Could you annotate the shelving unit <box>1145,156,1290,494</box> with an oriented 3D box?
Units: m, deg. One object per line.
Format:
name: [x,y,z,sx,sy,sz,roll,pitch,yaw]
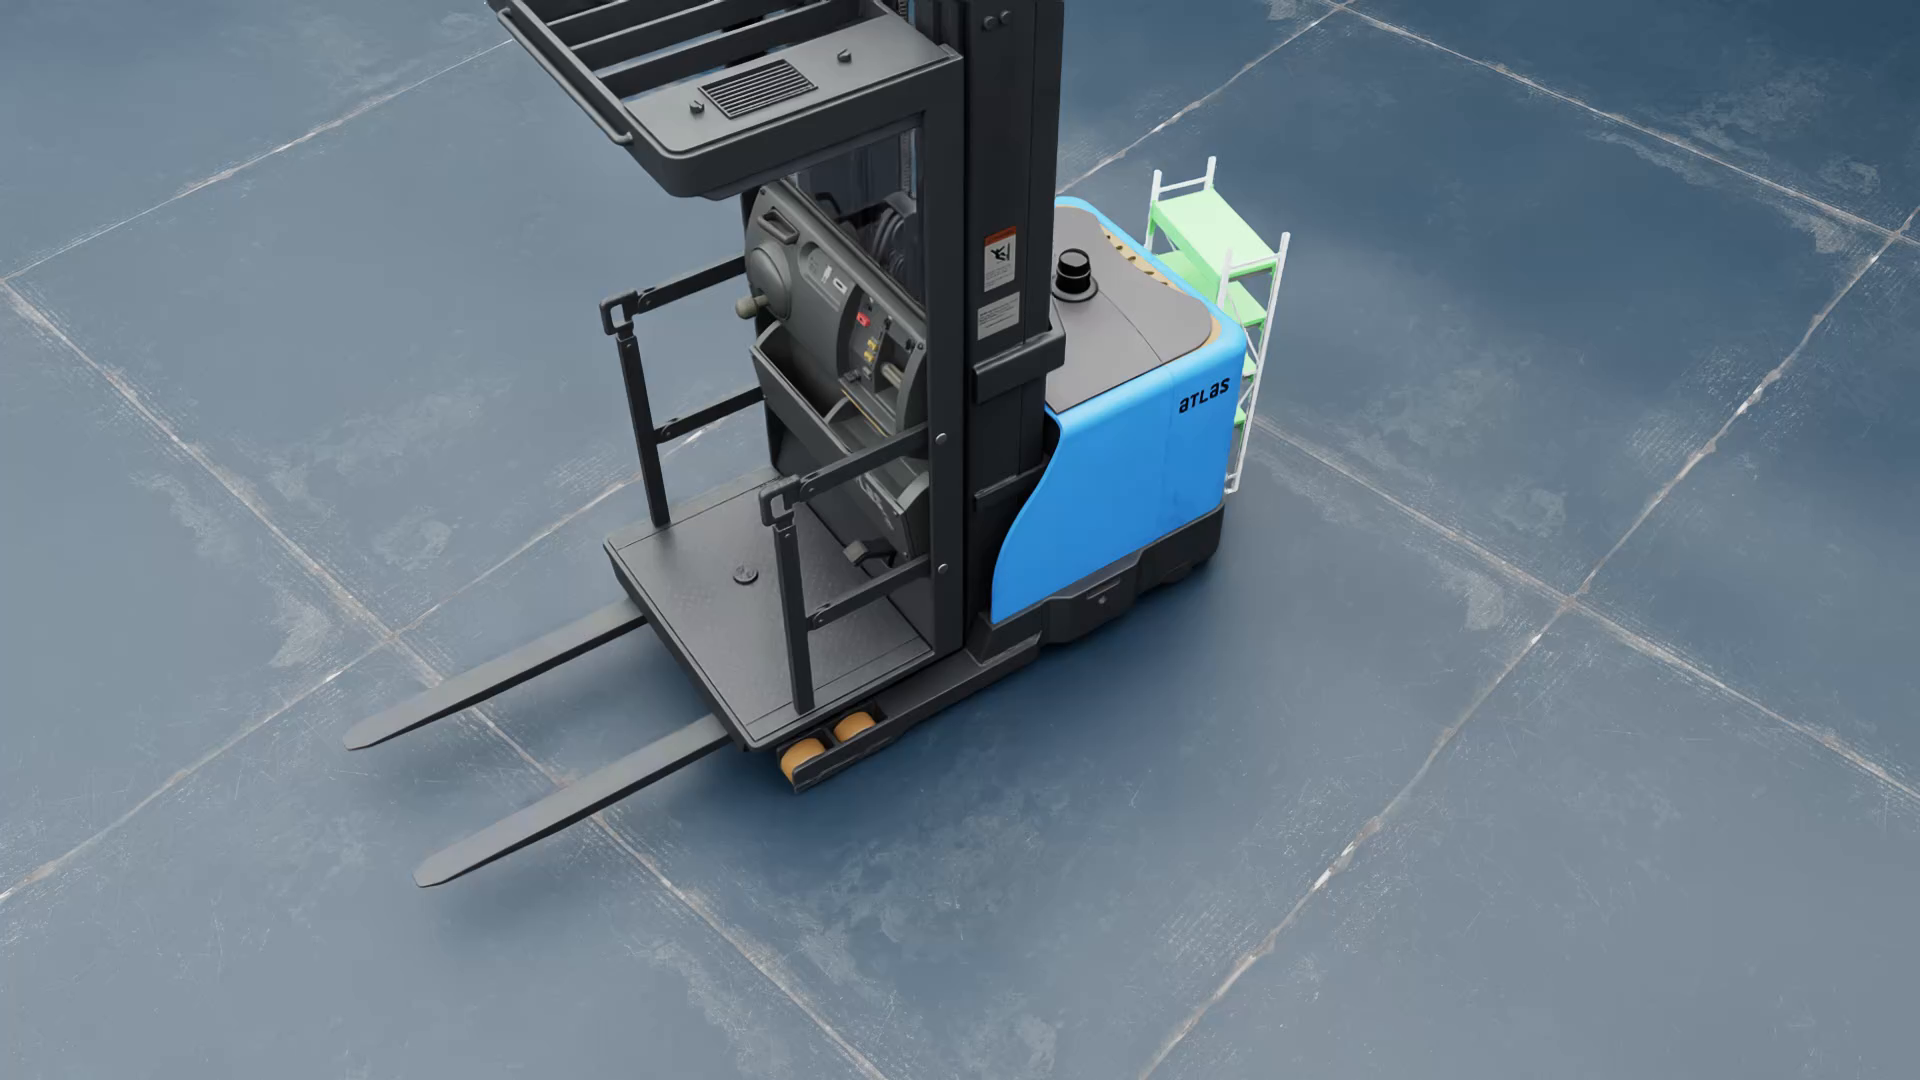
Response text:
shelving unit: [0.876,-0.740,6.116,0.258,1.200,0.503,-17,49,-18]

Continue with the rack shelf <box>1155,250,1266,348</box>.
rack shelf: [0.881,-0.862,5.989,0.258,0.148,0.480,-17,49,-18]

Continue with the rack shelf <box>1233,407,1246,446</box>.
rack shelf: [0.868,-0.529,6.335,0.258,0.148,0.480,-17,49,-18]

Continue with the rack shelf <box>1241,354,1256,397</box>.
rack shelf: [0.874,-0.696,6.162,0.258,0.148,0.480,-17,49,-18]

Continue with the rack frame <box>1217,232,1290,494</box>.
rack frame: [0.976,-0.578,5.964,0.240,1.200,0.015,-17,49,-18]

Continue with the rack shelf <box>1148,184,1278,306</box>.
rack shelf: [0.887,-1.028,5.816,0.258,0.148,0.480,-17,49,-18]

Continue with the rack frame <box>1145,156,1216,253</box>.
rack frame: [0.776,-0.902,6.268,0.240,1.200,0.015,-17,49,-18]

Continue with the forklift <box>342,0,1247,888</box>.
forklift: [-0.550,-0.631,4.832,3.031,2.935,1.130,-26,52,-23]
